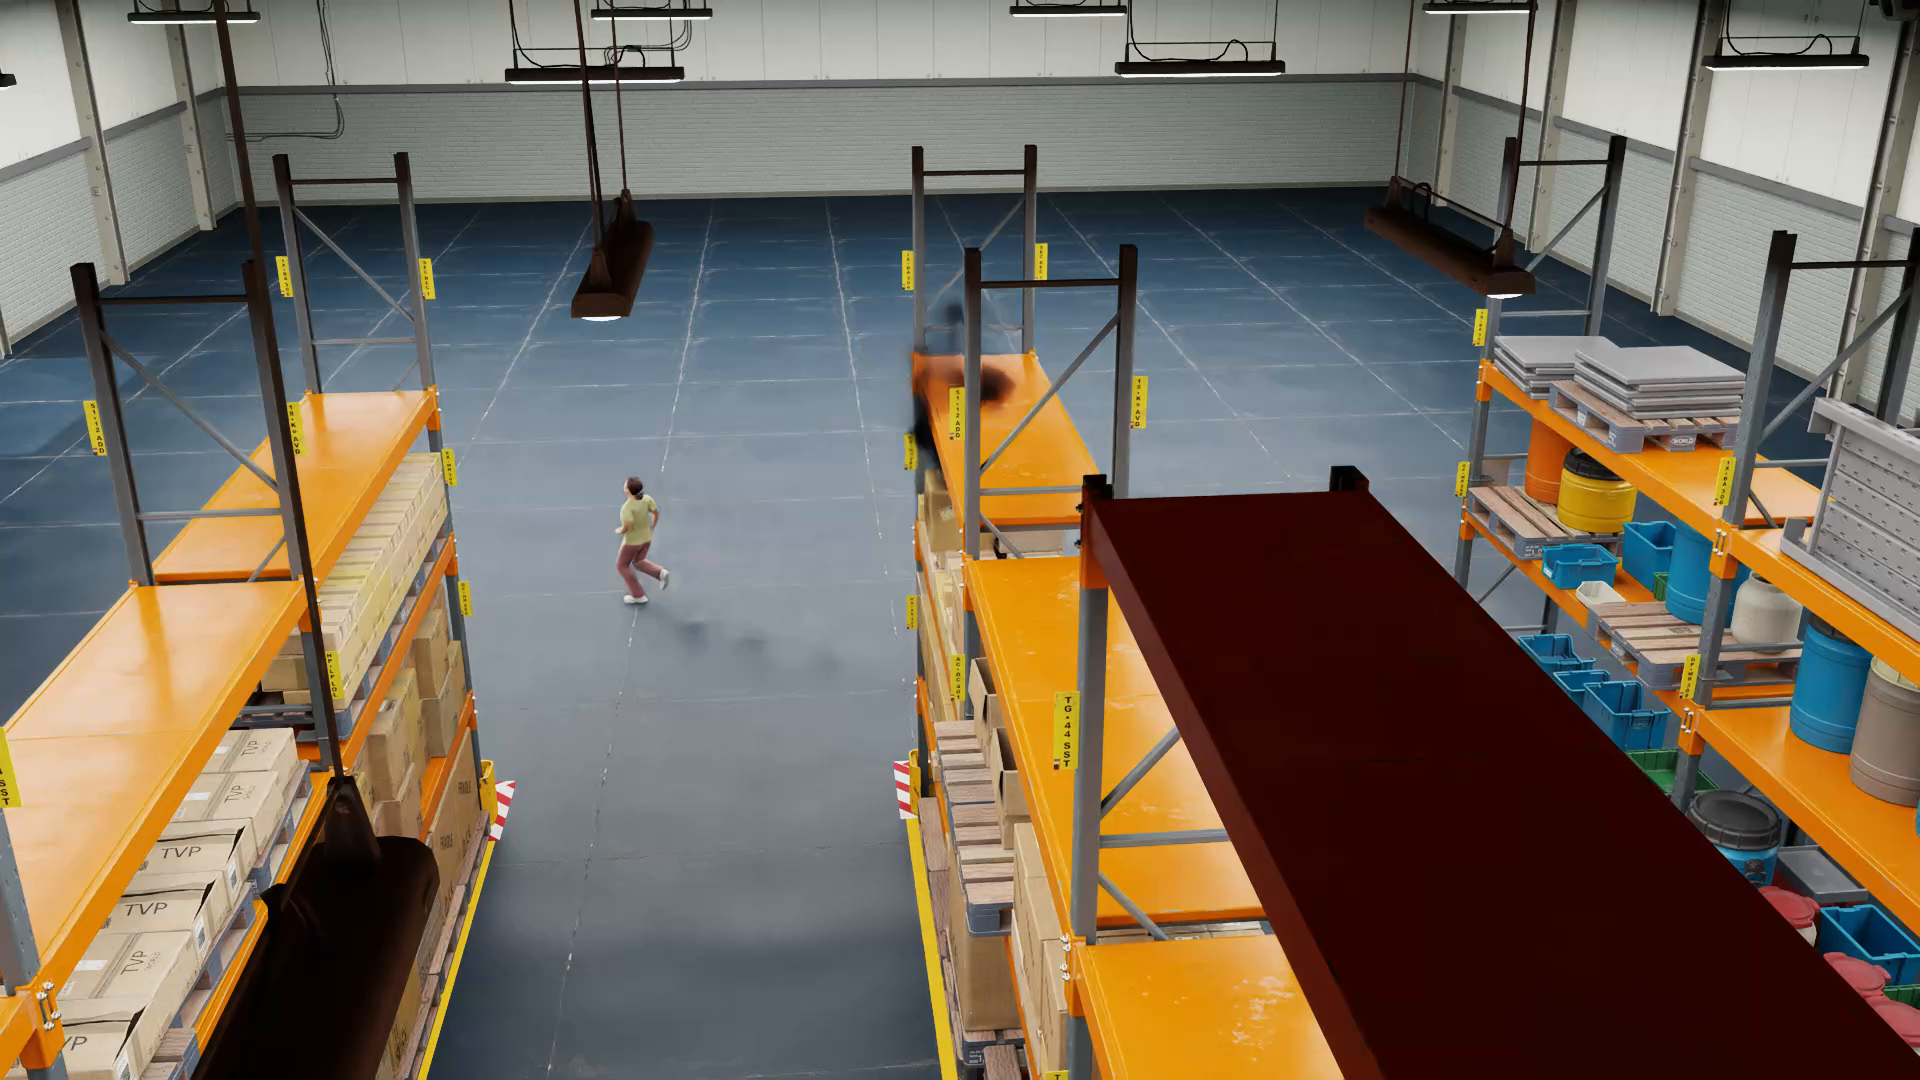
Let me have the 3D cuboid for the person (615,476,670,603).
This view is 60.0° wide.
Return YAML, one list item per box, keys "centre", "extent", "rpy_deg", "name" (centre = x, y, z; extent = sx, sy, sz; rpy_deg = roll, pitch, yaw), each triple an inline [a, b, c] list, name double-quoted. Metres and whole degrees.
- centre: [-3.742, 0.018, 19.425]
  extent: [0.620, 1.600, 0.583]
  rpy_deg: [13, 25, 30]
  name: "person"
